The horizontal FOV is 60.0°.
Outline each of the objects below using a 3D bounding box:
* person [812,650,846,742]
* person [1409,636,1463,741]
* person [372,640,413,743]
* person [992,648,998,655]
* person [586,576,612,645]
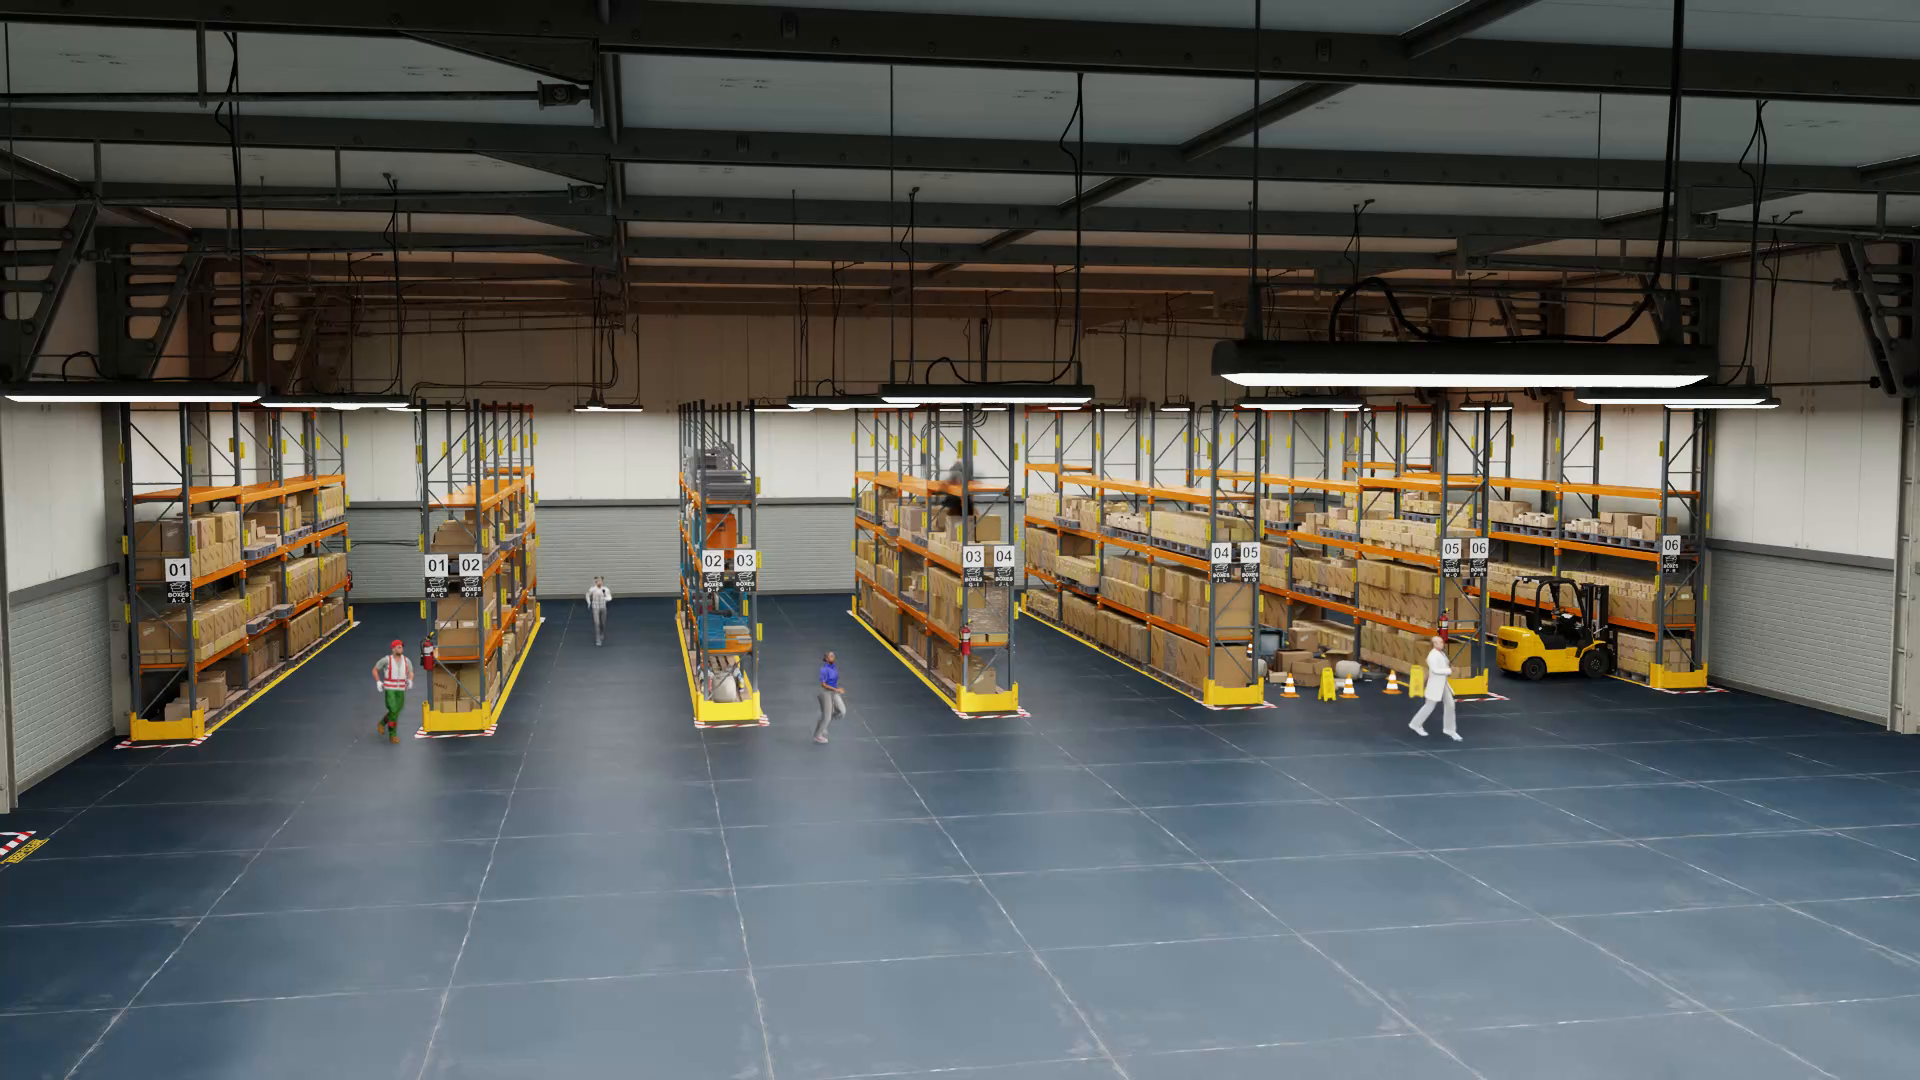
[{"bbox_3d":[-2.253,2.735,29.082,0.669,1.599,0.607,2,5,26],"label":"person"},{"bbox_3d":[8.404,2.605,29.351,0.924,1.829,0.678,3,5,36],"label":"person"},{"bbox_3d":[-9.967,2.643,29.296,0.779,1.767,0.704,4,6,43],"label":"person"},{"bbox_3d":[0.824,1.840,39.890,0.743,1.745,0.844,-1,4,-12],"label":"person"},{"bbox_3d":[-8.999,1.723,41.500,0.607,1.689,0.935,-2,5,-19],"label":"person"}]
